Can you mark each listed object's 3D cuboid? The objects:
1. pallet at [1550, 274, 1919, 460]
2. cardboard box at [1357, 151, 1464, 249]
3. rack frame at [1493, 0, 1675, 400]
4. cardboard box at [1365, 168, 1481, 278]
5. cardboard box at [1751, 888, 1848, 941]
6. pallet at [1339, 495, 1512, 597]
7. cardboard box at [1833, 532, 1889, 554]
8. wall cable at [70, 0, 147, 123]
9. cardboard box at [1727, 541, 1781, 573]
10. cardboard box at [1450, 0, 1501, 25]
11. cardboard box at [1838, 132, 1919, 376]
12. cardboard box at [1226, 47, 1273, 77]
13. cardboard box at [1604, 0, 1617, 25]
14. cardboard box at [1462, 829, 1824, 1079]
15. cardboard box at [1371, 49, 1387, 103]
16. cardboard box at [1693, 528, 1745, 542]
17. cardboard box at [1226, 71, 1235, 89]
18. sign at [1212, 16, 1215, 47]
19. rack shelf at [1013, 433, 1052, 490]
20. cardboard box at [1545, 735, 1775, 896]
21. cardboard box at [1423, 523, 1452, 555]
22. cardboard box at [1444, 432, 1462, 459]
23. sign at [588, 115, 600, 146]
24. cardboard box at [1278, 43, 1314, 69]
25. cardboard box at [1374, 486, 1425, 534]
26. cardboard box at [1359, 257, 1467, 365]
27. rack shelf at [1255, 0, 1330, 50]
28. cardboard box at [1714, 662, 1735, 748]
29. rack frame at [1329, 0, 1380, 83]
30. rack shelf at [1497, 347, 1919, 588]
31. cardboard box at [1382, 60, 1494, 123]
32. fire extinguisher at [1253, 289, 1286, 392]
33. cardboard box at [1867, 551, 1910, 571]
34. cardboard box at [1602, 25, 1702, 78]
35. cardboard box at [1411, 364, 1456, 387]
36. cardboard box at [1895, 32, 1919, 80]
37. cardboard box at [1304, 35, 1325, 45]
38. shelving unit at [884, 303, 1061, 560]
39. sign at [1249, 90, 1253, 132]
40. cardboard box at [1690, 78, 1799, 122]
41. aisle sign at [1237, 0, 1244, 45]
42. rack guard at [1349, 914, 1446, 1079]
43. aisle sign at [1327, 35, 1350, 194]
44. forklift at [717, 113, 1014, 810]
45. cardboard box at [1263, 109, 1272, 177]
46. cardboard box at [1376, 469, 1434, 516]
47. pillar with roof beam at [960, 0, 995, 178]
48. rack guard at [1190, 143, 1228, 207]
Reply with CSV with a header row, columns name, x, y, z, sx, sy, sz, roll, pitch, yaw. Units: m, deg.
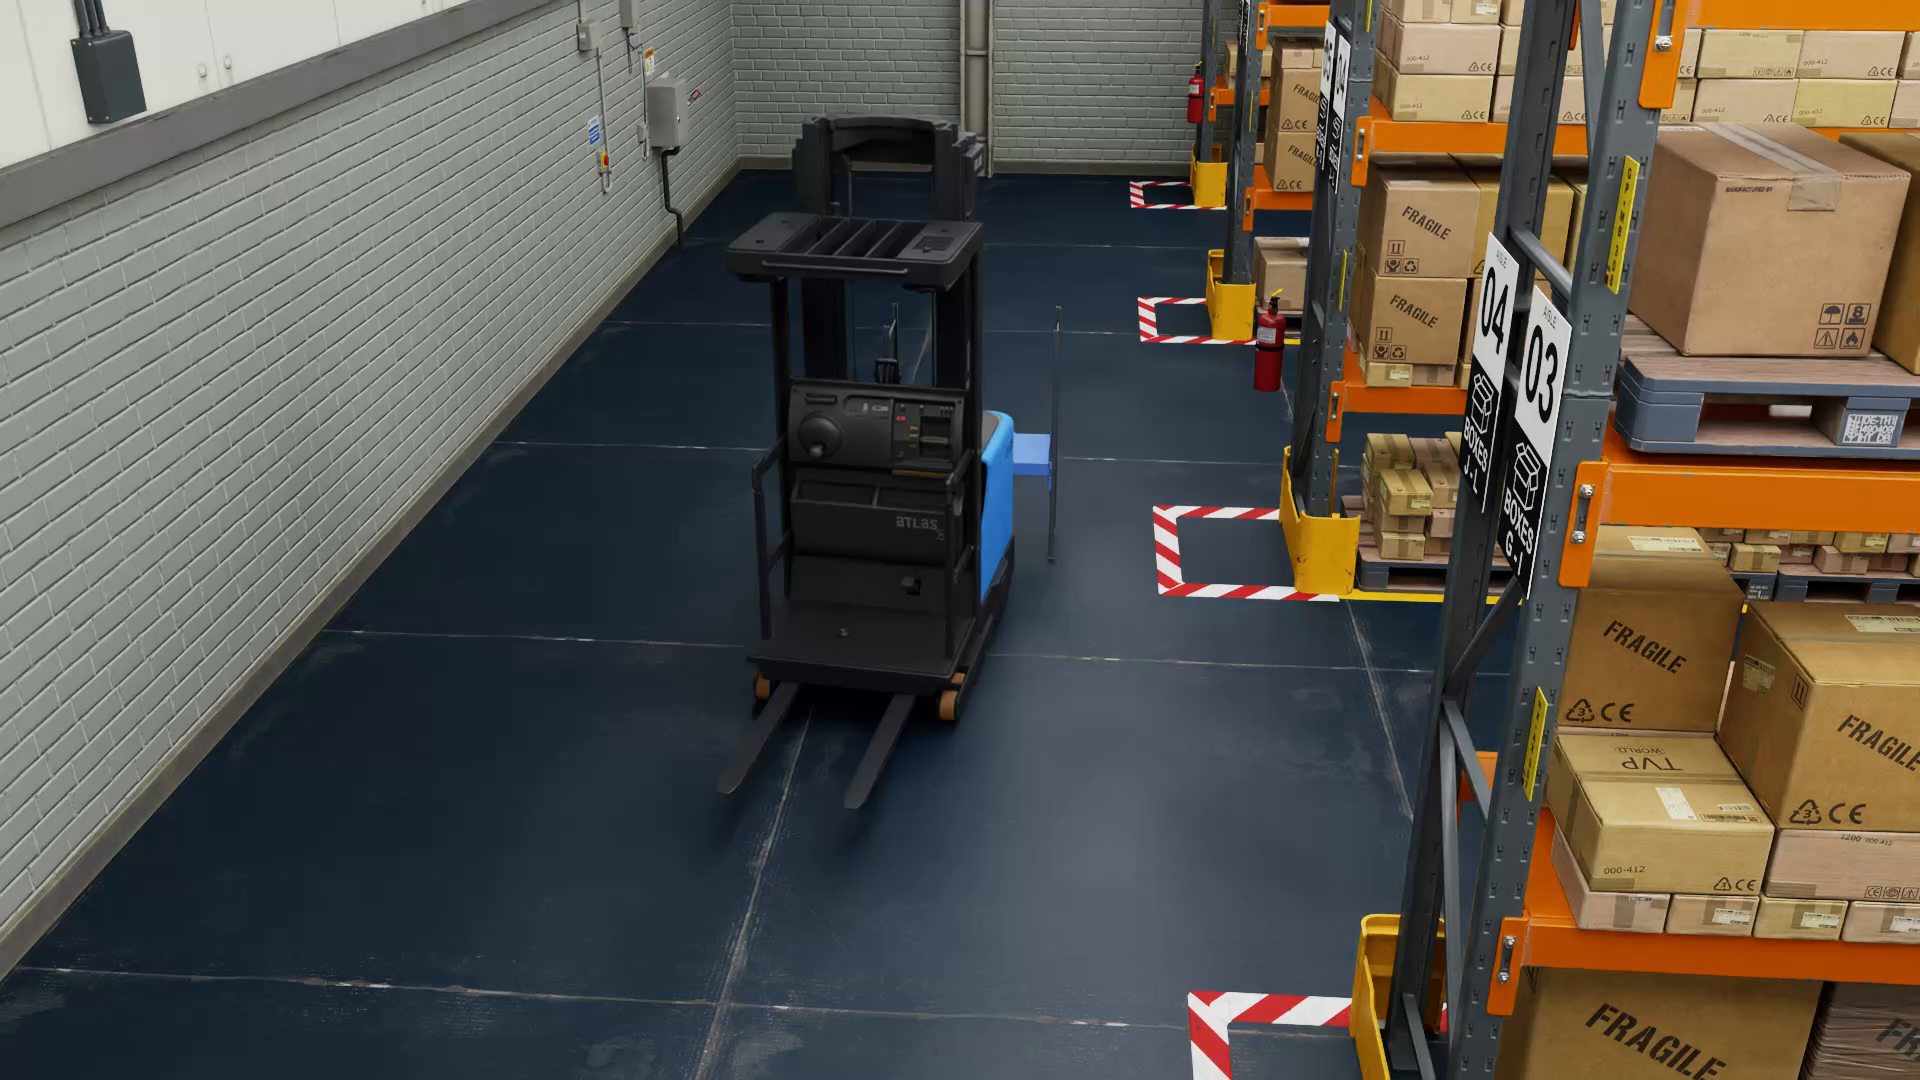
name,x,y,z,sx,sy,sz,roll,pitch,yaw
pallet,2.433,-0.520,4.809,1.213,0.211,1.003,2,25,4
cardboard box,2.648,-2.005,9.846,0.500,0.500,0.500,1,25,3
rack frame,1.692,-1.942,4.205,0.127,3.000,1.000,2,25,4
cardboard box,2.600,-1.791,9.381,0.500,0.500,0.500,2,25,4
cardboard box,2.532,1.062,5.154,0.250,0.149,0.380,1,25,3
pallet,3.056,0.029,10.434,1.213,0.211,1.003,2,25,4
cardboard box,5.283,-0.066,9.857,0.250,0.149,0.380,1,25,2
wall cable,-3.682,-5.021,7.048,0.120,5.999,2.277,2,25,4
cardboard box,4.712,0.048,9.966,0.250,0.149,0.380,2,25,4
cardboard box,2.731,-2.863,8.899,0.250,0.149,0.380,3,25,6
cardboard box,2.767,-0.798,4.567,0.500,0.500,0.700,1,25,2
cardboard box,3.259,-5.356,18.626,0.500,0.250,0.500,2,25,4
cardboard box,3.503,-2.851,8.874,0.250,0.149,0.380,3,25,6
cardboard box,2.336,1.545,5.844,0.875,0.875,0.875,2,25,4
cardboard box,2.646,-2.671,9.557,0.500,0.250,0.500,1,25,3
cardboard box,4.520,-0.132,10.000,0.250,0.149,0.380,1,25,1
cardboard box,3.134,-5.177,18.713,0.250,0.149,0.380,2,25,4
sign,2.786,-5.583,18.259,0.005,0.325,0.100,2,25,4
rack shelf,0.085,-0.515,10.506,1.000,0.185,0.538,2,25,4
cardboard box,2.150,0.844,5.151,0.500,0.250,0.500,1,25,3
cardboard box,2.938,-0.052,10.183,0.250,0.149,0.380,2,25,4
cardboard box,3.234,-0.548,10.549,0.250,0.149,0.380,1,25,3
sign,-3.238,-3.622,14.711,0.001,0.218,0.327,2,25,4
cardboard box,2.784,-4.015,13.795,0.250,0.149,0.380,2,25,5
cardboard box,2.675,-0.188,10.122,0.250,0.149,0.380,3,25,6
cardboard box,2.599,-1.332,9.580,0.500,0.500,0.500,3,25,6
rack shelf,4.445,-4.319,13.820,4.000,0.370,1.077,2,25,4
cardboard box,2.701,0.638,5.599,0.500,0.250,0.500,1,25,3
rack frame,2.173,-4.006,8.691,0.127,3.000,1.000,2,25,4
rack shelf,3.686,-0.189,4.844,4.000,0.370,1.077,2,25,4
cardboard box,2.601,-2.454,9.087,0.500,0.250,0.500,3,25,6
fire extinguisher,1.957,-1.277,10.475,0.183,0.674,0.296,2,25,4
cardboard box,5.491,0.038,9.988,0.250,0.149,0.380,3,25,5
cardboard box,3.614,-2.643,8.898,0.500,0.250,0.500,2,25,5
cardboard box,2.728,-1.029,9.698,0.250,0.149,0.380,3,25,6
cardboard box,5.163,-2.605,8.815,0.500,0.250,0.500,1,25,2
cardboard box,3.079,-4.215,14.231,0.250,0.149,0.380,2,25,5
shelving unit,0.085,-0.679,10.431,1.048,1.500,0.538,2,25,4
sign,2.402,-3.545,13.736,0.005,0.325,0.100,2,25,4
cardboard box,4.154,-2.404,8.976,0.500,0.250,0.500,2,25,4
aisle sign,2.403,-4.660,14.178,0.004,0.787,0.394,2,25,4
rack guard,1.668,1.918,5.984,0.348,0.500,1.175,2,25,4
aisle sign,2.077,-2.339,9.135,0.004,0.787,0.394,2,25,4
forklift,-0.480,-0.553,8.446,1.130,2.935,3.031,5,25,11
cardboard box,2.952,-3.487,14.621,0.500,0.500,0.500,2,25,4
cardboard box,2.669,-0.288,9.985,0.250,0.149,0.380,1,25,2
pillar with roof beam,-0.122,-6.809,14.782,0.400,9.000,9.100,2,25,4
rack guard,2.903,-4.278,19.449,0.348,0.500,1.175,2,25,4
